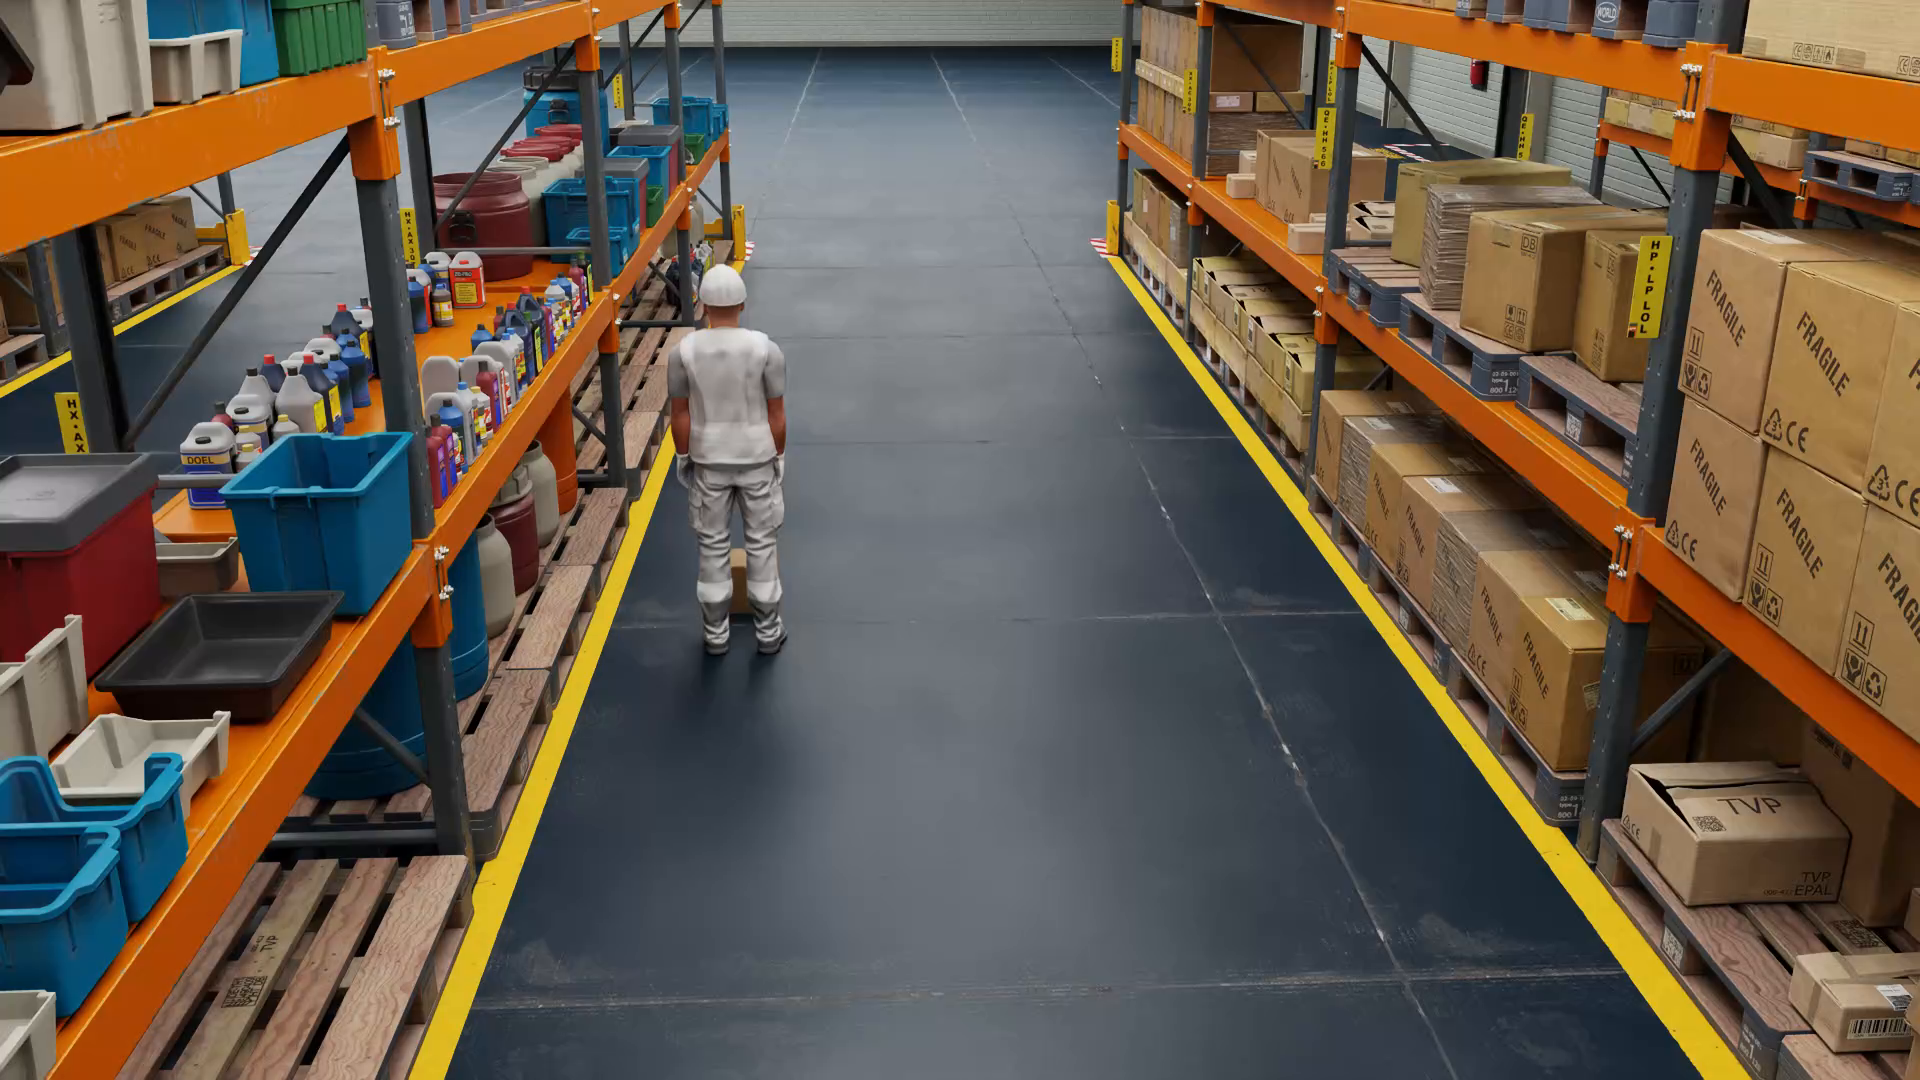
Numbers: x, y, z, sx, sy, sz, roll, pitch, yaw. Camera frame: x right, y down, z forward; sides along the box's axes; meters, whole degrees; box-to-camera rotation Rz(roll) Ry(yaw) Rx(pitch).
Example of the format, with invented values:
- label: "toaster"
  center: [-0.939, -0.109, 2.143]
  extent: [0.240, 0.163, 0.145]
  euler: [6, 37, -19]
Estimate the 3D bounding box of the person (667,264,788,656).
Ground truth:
- label: "person"
  center: [-1.029, -0.352, 7.492]
  extent: [0.523, 1.790, 0.331]
  euler: [-1, 20, -2]
